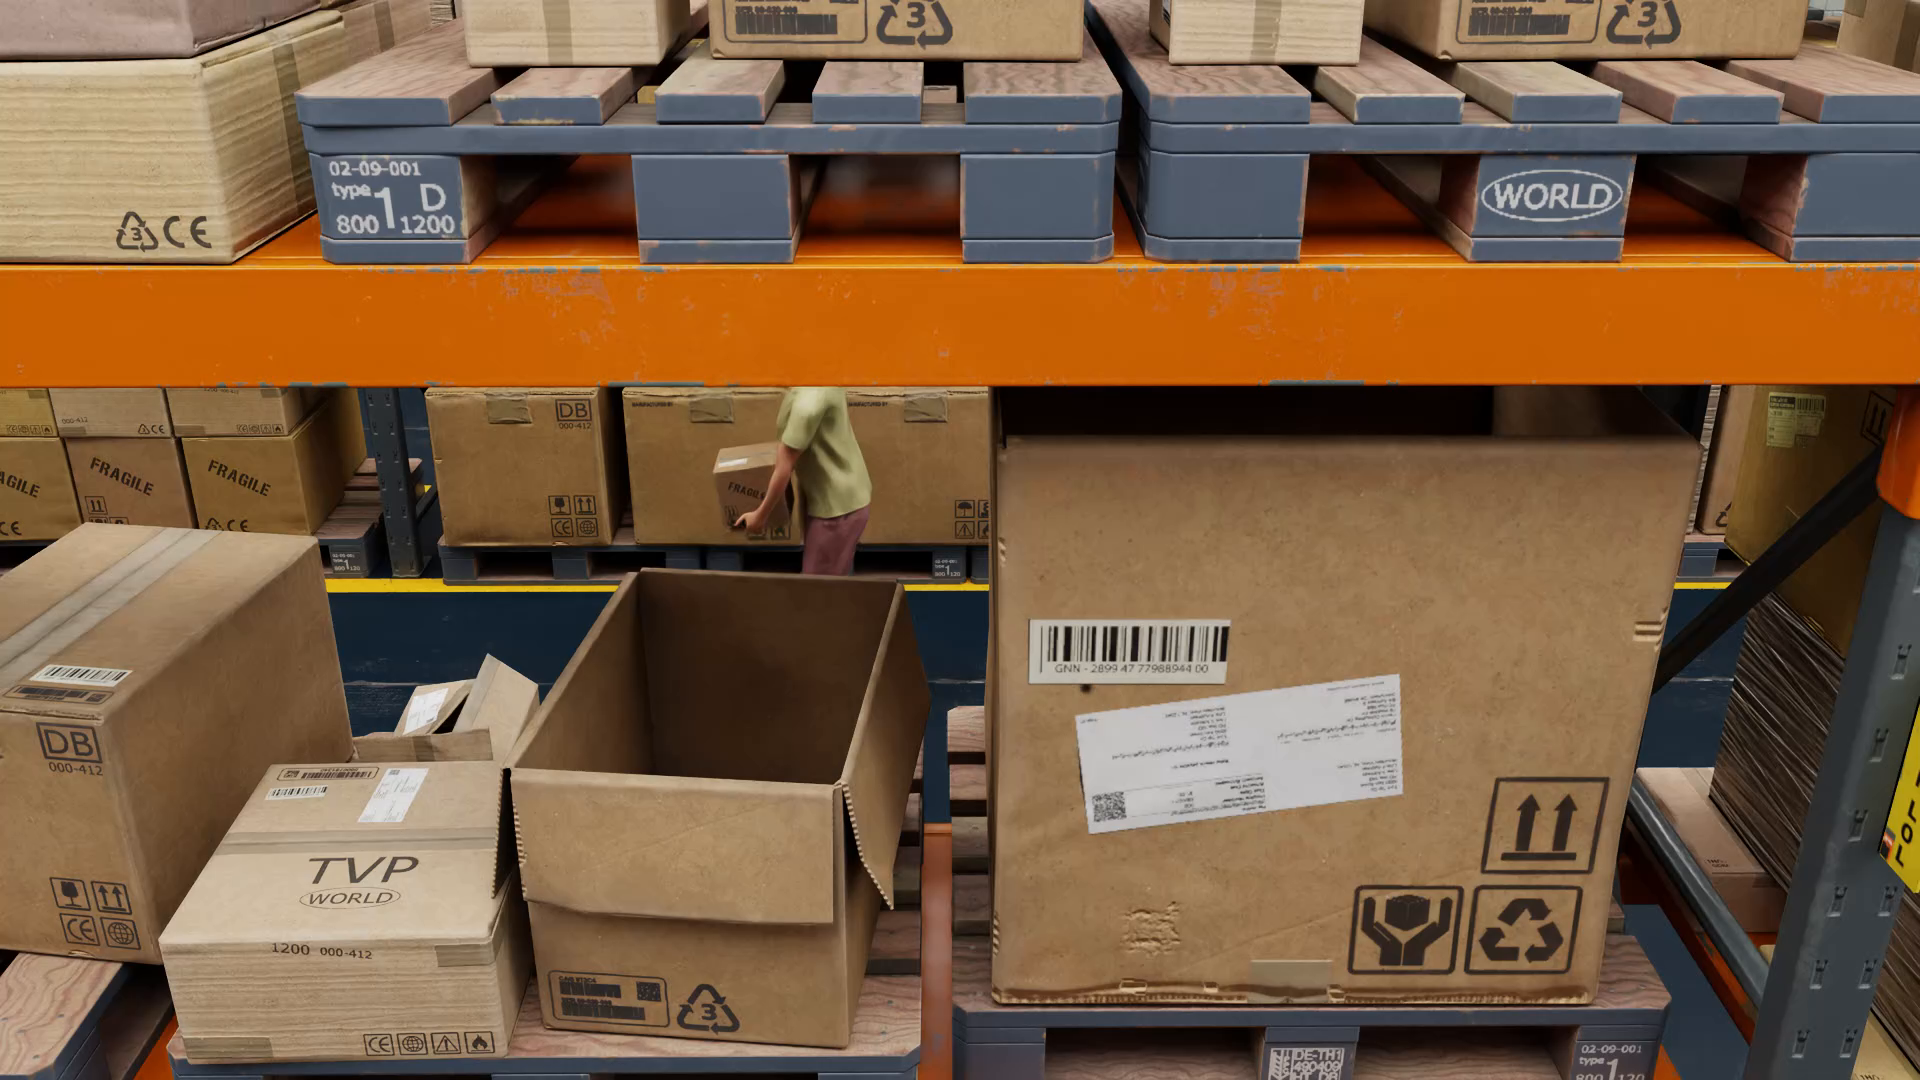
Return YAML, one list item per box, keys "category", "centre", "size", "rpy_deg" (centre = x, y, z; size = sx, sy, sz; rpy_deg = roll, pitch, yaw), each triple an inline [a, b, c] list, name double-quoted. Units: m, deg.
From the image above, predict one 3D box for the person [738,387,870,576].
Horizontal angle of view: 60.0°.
- category: "person"
  centre: [-0.562, -0.126, 6.398]
  size: [0.544, 1.667, 0.426]
  rpy_deg: [0, 24, 0]
